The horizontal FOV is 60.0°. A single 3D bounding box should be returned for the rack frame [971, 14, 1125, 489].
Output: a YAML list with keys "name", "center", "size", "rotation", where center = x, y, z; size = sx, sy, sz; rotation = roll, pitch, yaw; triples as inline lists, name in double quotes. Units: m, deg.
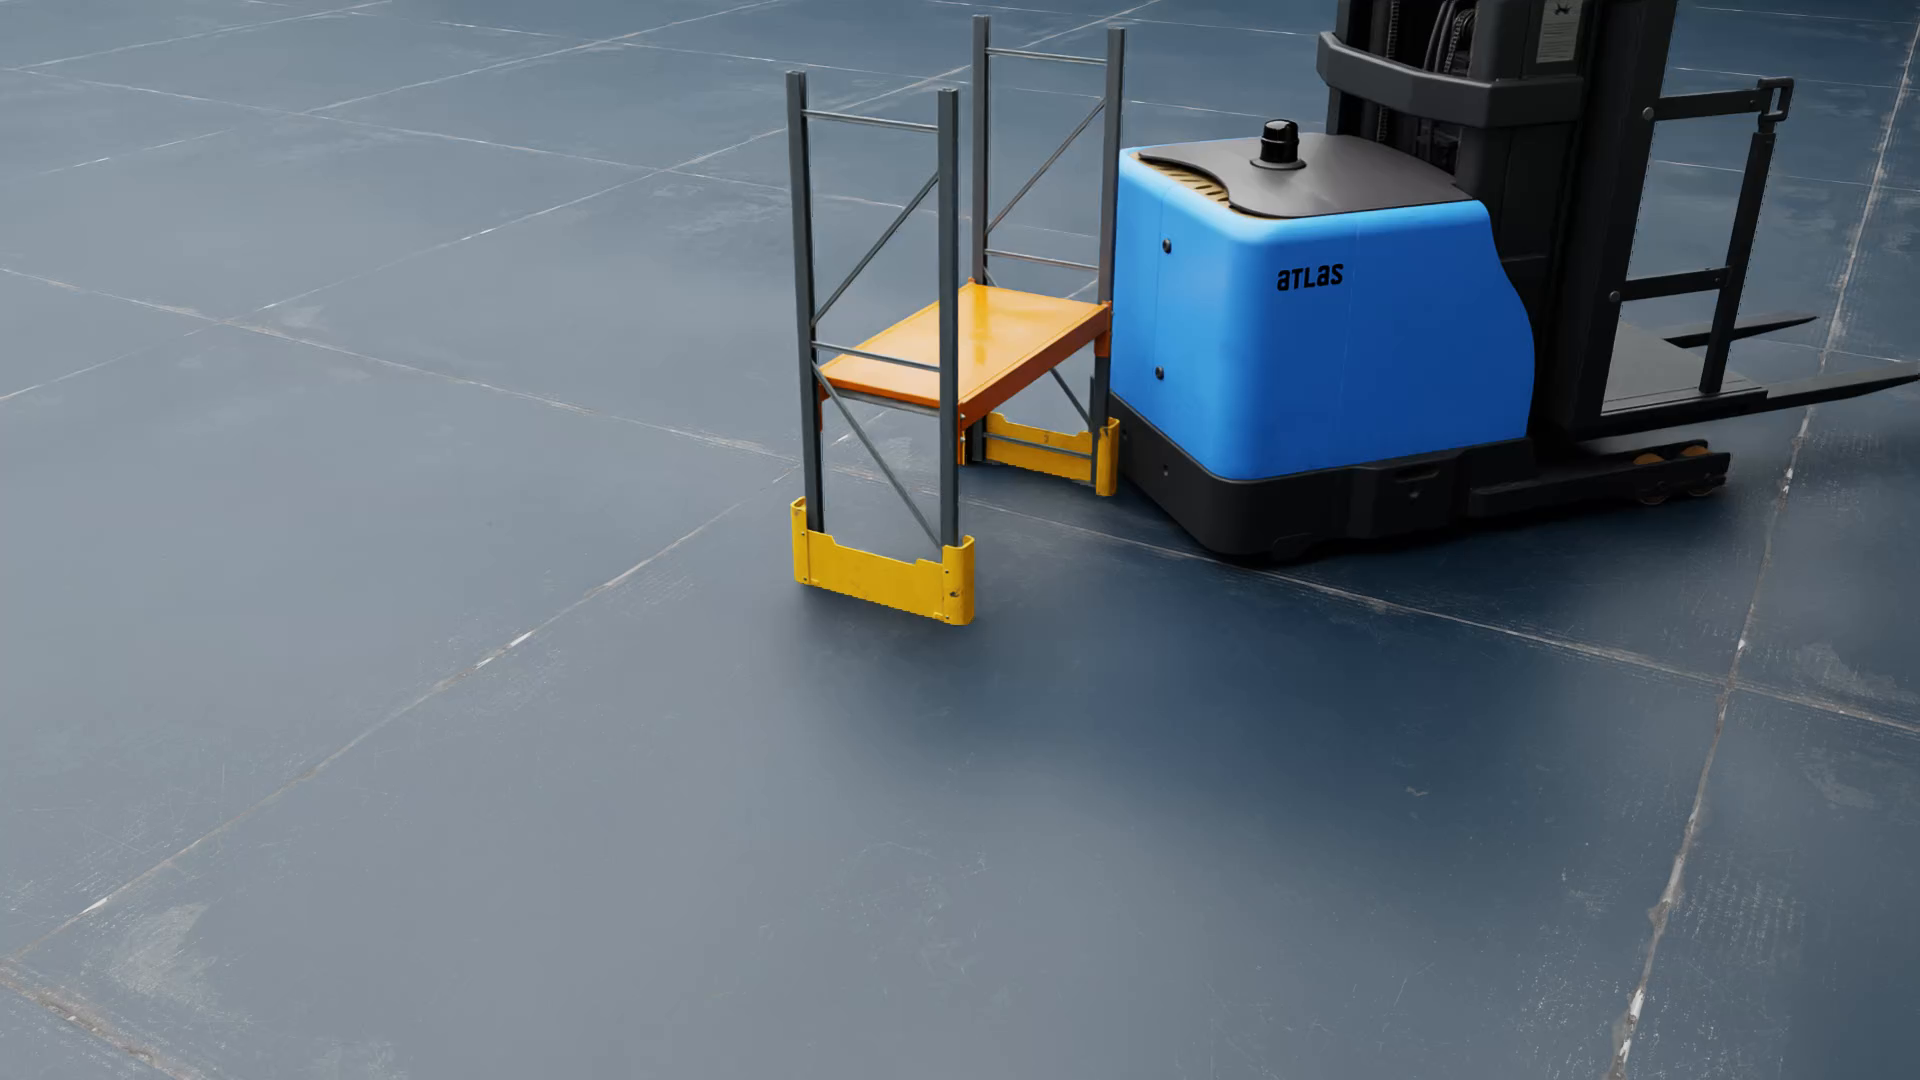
- name: "rack frame"
  center: [0.265, -0.898, 5.368]
  size: [0.500, 1.500, 0.032]
  rotation: [14, 30, 26]

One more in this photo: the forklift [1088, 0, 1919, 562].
- name: "forklift"
  center: [2.019, -1.638, 5.247]
  size: [3.031, 2.935, 1.130]
  rotation: [-9, 28, -18]

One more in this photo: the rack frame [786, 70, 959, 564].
- name: "rack frame"
  center: [-0.230, -0.500, 4.573]
  size: [0.500, 1.500, 0.032]
  rotation: [14, 30, 26]

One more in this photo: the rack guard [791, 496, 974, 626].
- name: "rack guard"
  center: [-0.229, 0.058, 4.854]
  size: [0.587, 0.250, 0.087]
  rotation: [14, 30, 26]

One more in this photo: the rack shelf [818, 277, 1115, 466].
- name: "rack shelf"
  center: [0.018, -0.538, 5.051]
  size: [0.538, 0.185, 1.000]
  rotation: [14, 30, 26]

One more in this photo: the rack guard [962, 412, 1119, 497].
- name: "rack guard"
  center: [0.255, -0.331, 5.632]
  size: [0.587, 0.250, 0.087]
  rotation: [14, 30, 26]

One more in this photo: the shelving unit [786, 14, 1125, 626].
- name: "shelving unit"
  center: [0.013, -0.695, 4.963]
  size: [0.587, 1.500, 1.083]
  rotation: [14, 30, 26]
